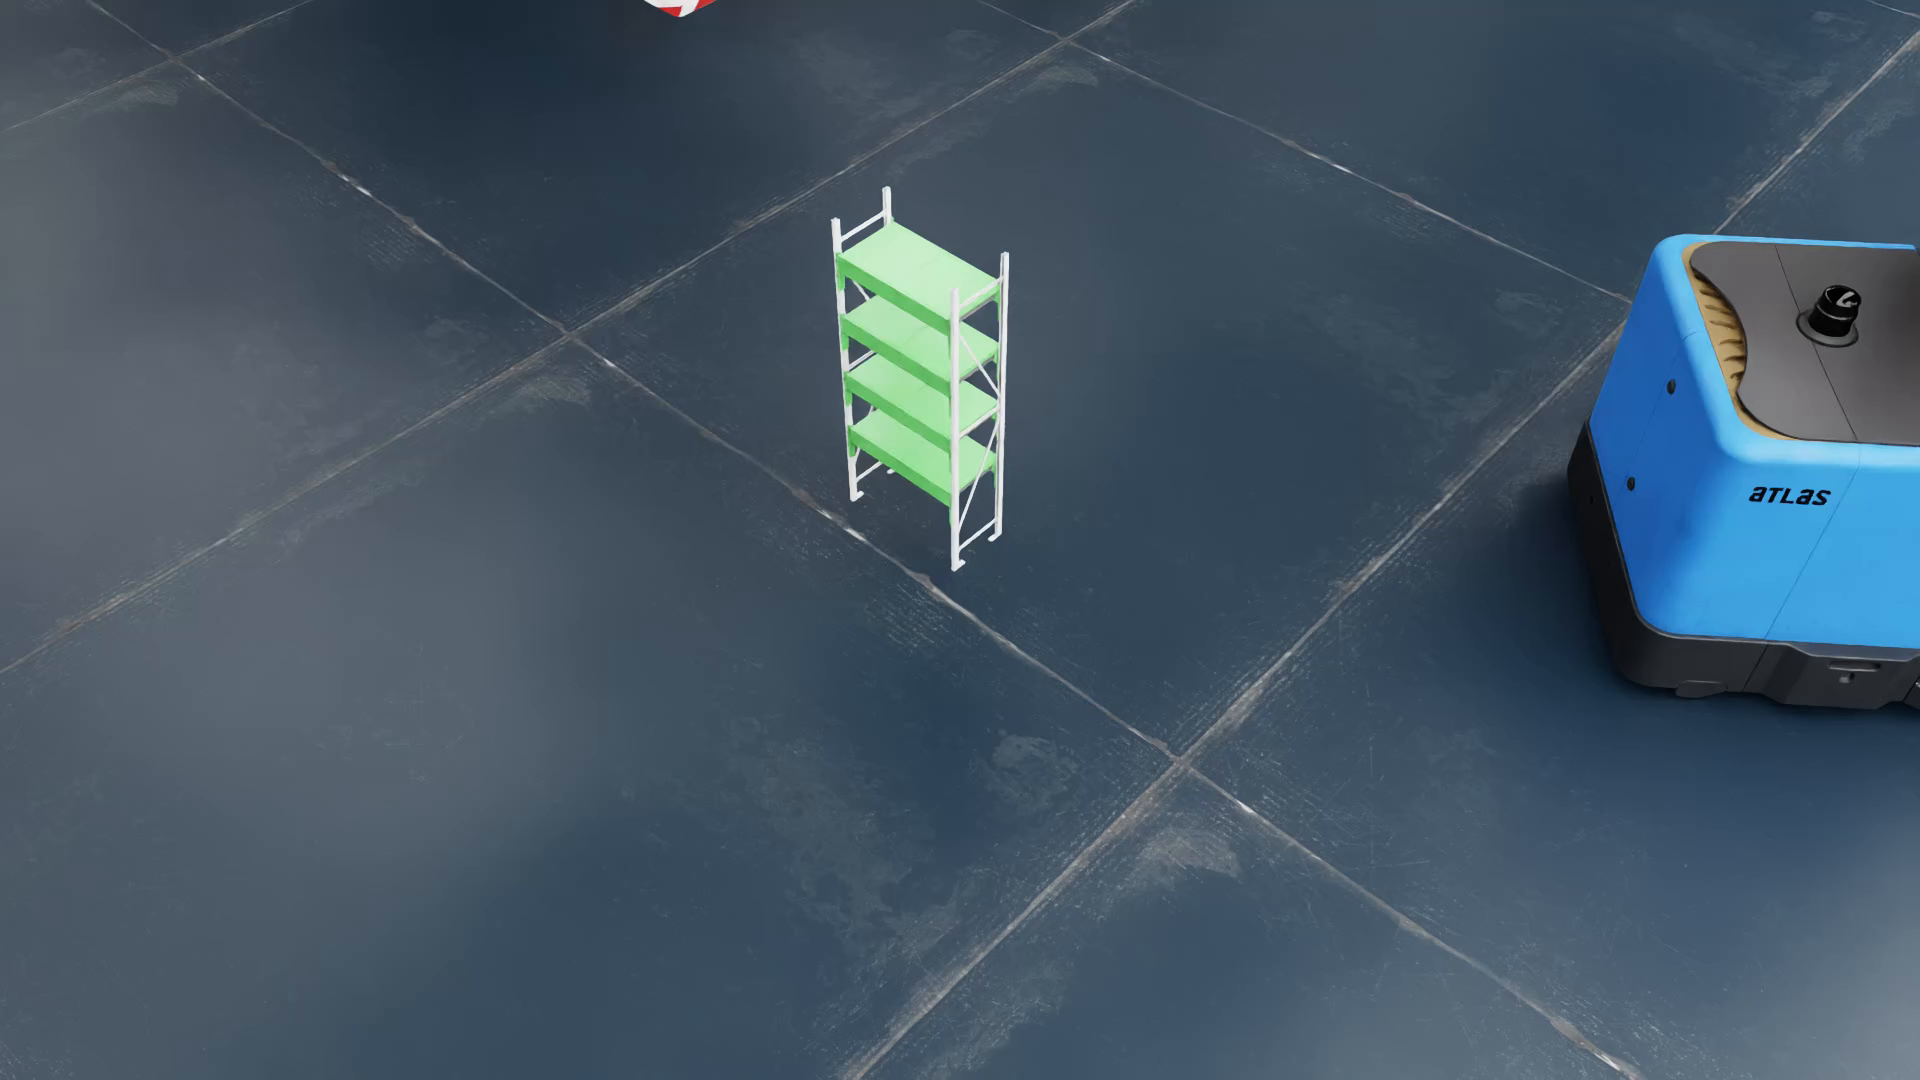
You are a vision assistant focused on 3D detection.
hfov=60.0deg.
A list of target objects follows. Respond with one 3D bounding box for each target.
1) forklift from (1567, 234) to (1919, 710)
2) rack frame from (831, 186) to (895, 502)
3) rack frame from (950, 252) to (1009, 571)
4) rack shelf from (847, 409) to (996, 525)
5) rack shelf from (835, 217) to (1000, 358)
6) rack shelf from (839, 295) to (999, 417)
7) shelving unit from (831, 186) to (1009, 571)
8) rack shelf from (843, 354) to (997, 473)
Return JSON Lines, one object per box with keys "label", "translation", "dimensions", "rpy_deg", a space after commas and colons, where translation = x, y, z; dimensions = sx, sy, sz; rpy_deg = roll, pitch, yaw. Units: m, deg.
{"label": "forklift", "translation": [3.619, -0.793, 4.484], "dimensions": [3.031, 2.935, 1.130], "rpy_deg": [3, 47, 3]}
{"label": "rack frame", "translation": [-0.301, -0.613, 5.503], "dimensions": [0.015, 1.200, 0.240], "rpy_deg": [34, 55, 28]}
{"label": "rack frame", "translation": [0.058, -0.372, 5.276], "dimensions": [0.015, 1.200, 0.240], "rpy_deg": [34, 55, 28]}
{"label": "rack shelf", "translation": [-0.122, -0.285, 5.611], "dimensions": [0.480, 0.148, 0.258], "rpy_deg": [34, 55, 28]}
{"label": "rack shelf", "translation": [-0.122, -0.777, 5.086], "dimensions": [0.480, 0.148, 0.258], "rpy_deg": [34, 55, 28]}
{"label": "rack shelf", "translation": [-0.122, -0.613, 5.261], "dimensions": [0.480, 0.148, 0.258], "rpy_deg": [34, 55, 28]}
{"label": "shelving unit", "translation": [-0.122, -0.493, 5.389], "dimensions": [0.503, 1.200, 0.258], "rpy_deg": [34, 55, 28]}
{"label": "rack shelf", "translation": [-0.122, -0.449, 5.436], "dimensions": [0.480, 0.148, 0.258], "rpy_deg": [34, 55, 28]}
